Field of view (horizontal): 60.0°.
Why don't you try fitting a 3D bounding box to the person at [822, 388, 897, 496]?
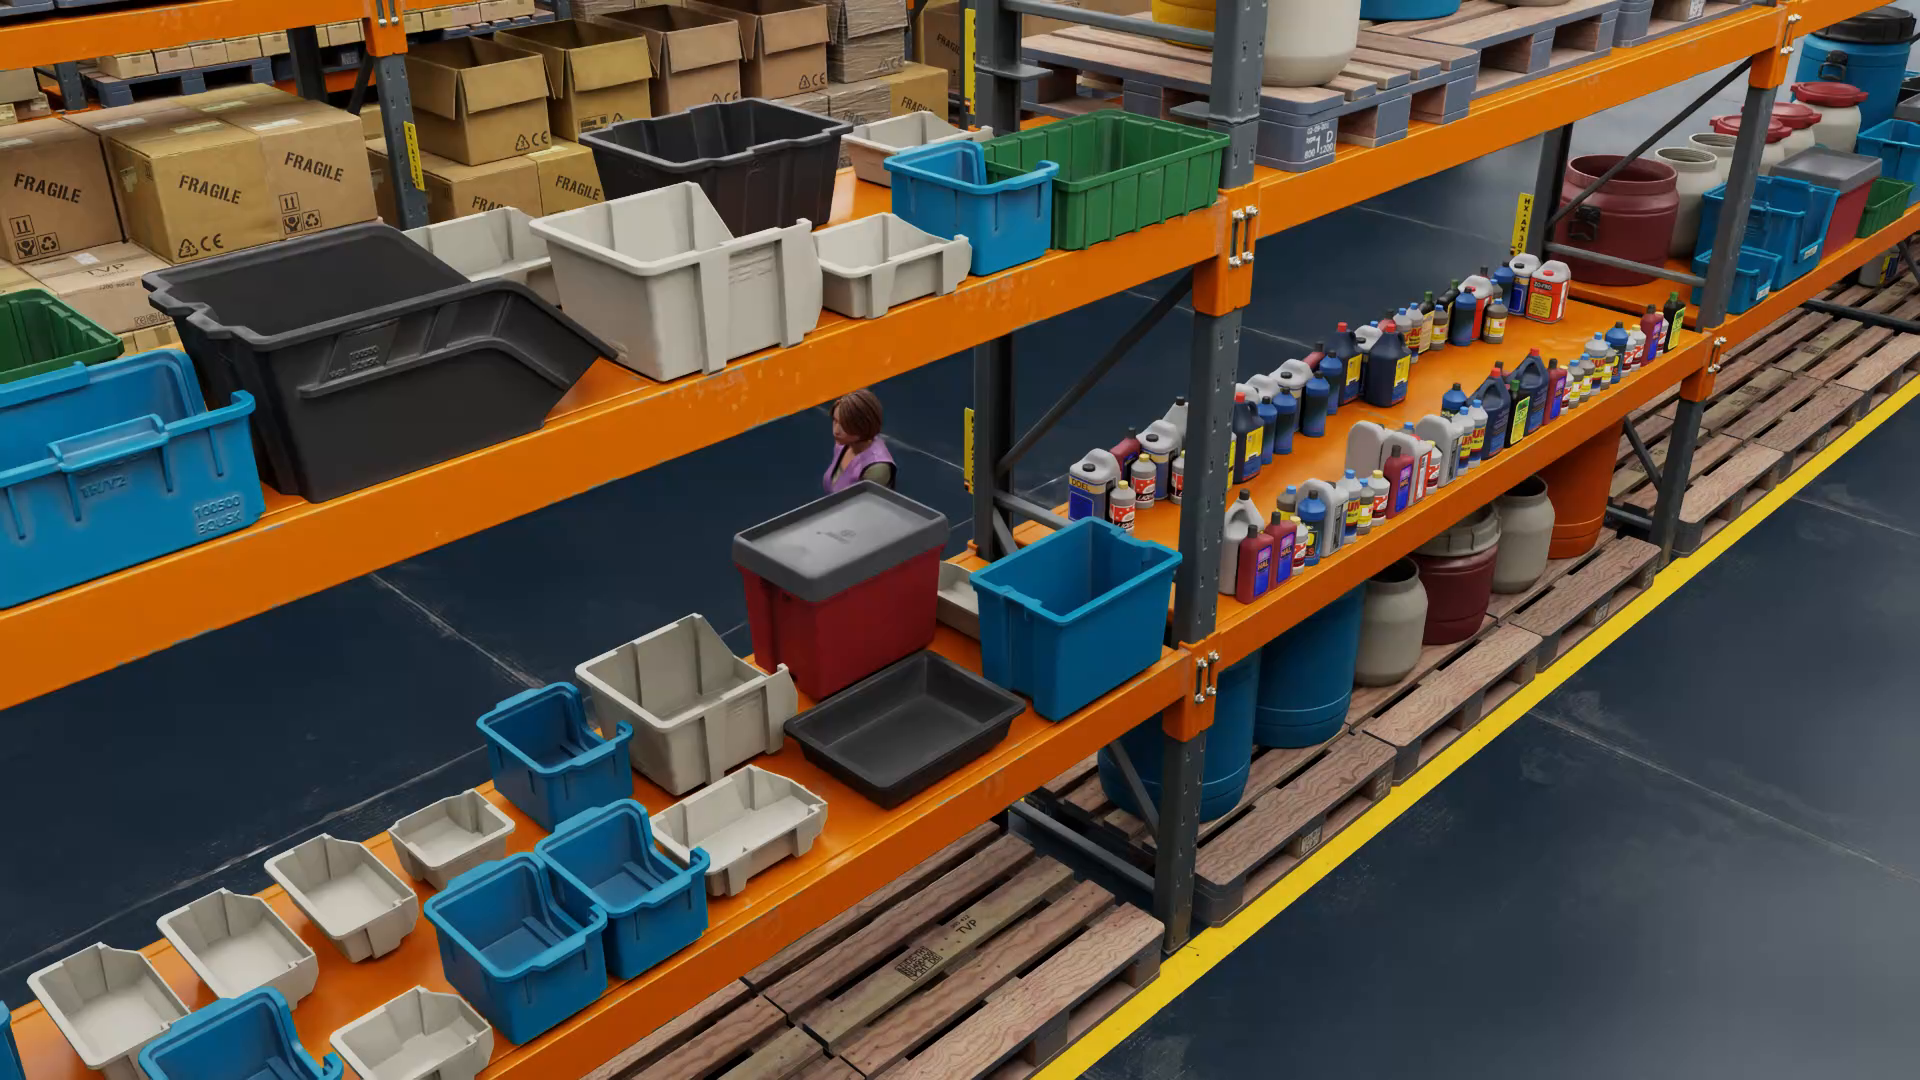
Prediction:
[{"bbox_3d":[-0.353,0.057,6.981,0.506,1.581,0.482,-17,32,-29],"label":"person"}]
